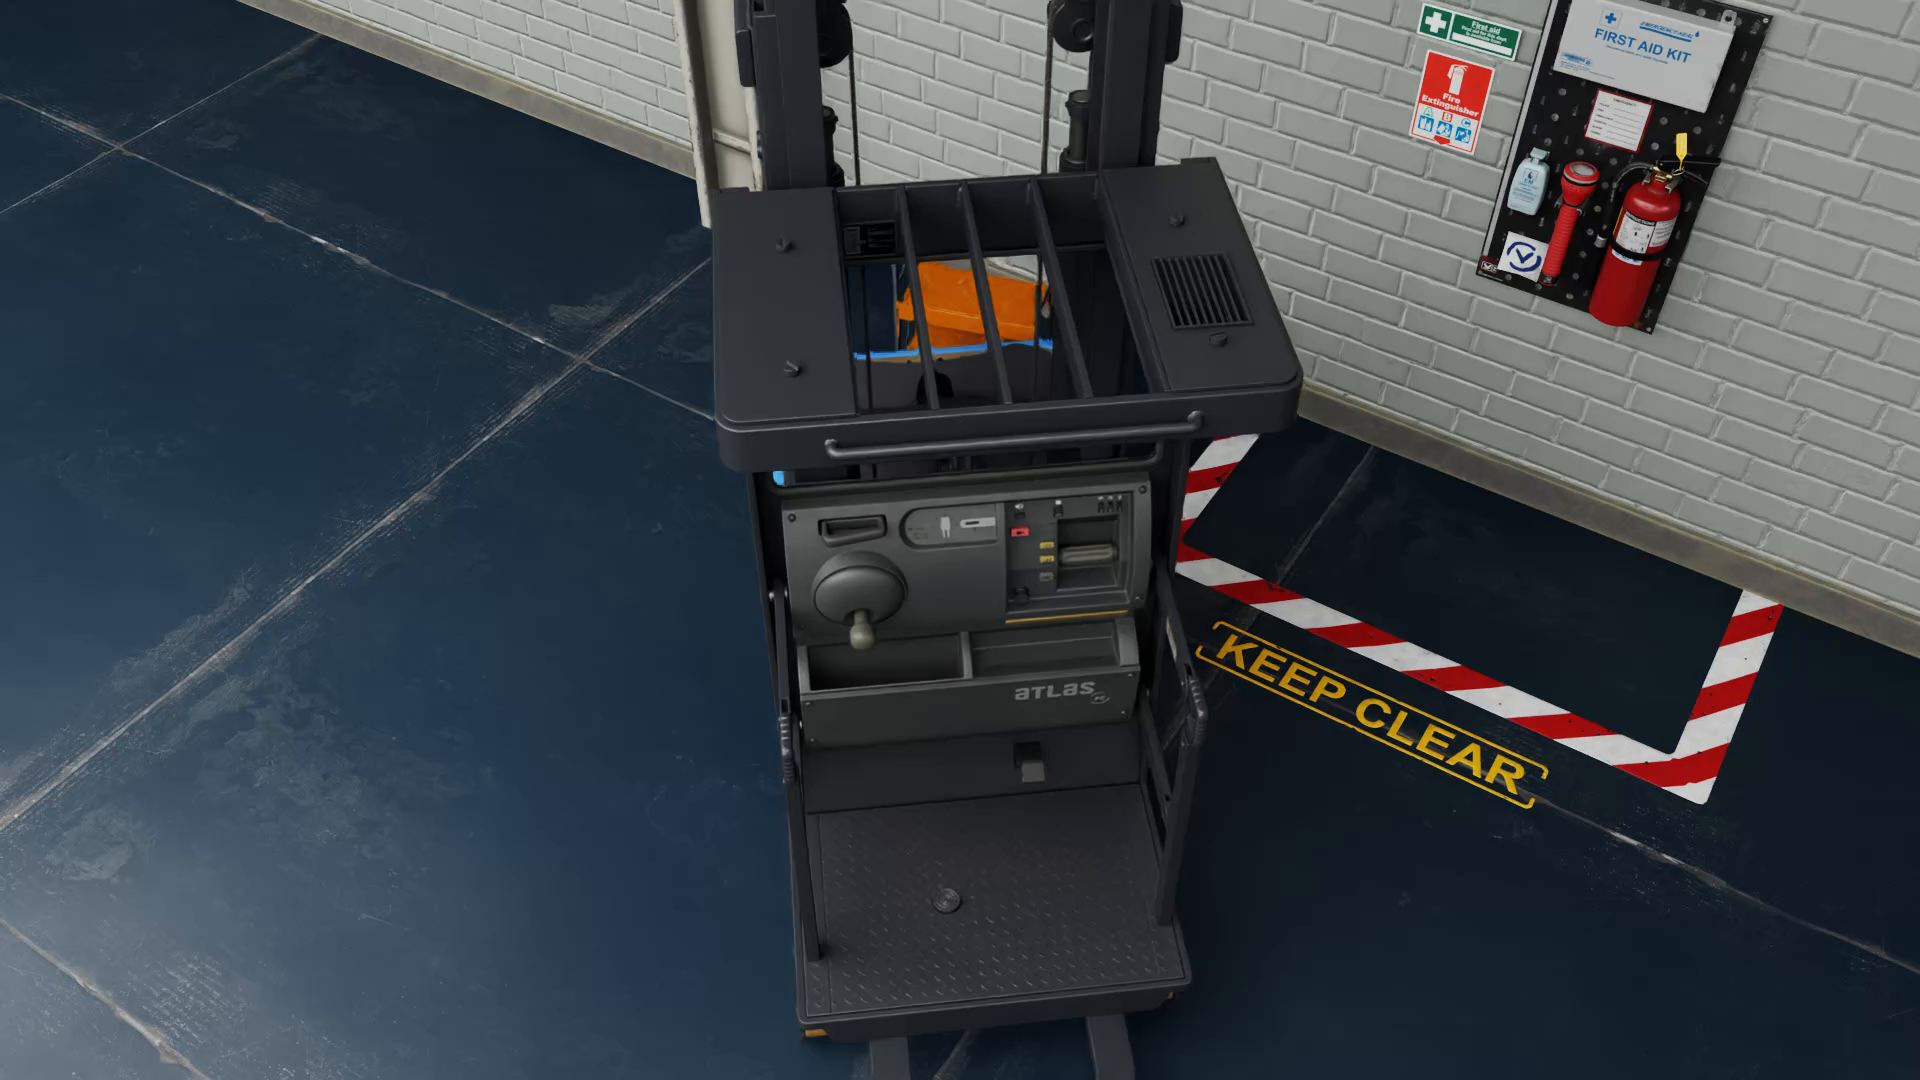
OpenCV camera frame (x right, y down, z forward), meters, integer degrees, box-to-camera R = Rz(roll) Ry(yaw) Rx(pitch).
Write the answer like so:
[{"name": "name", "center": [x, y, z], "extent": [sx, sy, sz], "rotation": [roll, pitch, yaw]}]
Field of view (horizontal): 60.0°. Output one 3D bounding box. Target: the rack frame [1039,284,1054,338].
[{"name": "rack frame", "center": [0.285, -0.461, 5.861], "extent": [0.015, 1.200, 0.240], "rotation": [12, 47, 11]}]

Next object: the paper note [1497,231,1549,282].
[{"name": "paper note", "center": [1.936, -0.974, 5.719], "extent": [0.142, 0.148, 0.016], "rotation": [25, 51, 22]}]

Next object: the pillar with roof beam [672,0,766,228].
[{"name": "pillar with roof beam", "center": [-3.267, -2.006, 1.924], "extent": [0.400, 9.000, 9.100], "rotation": [25, 51, 22]}]

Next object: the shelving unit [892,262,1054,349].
[{"name": "shelving unit", "center": [0.051, -0.509, 5.908], "extent": [0.503, 1.200, 0.258], "rotation": [12, 47, 11]}]

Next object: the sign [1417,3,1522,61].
[{"name": "sign", "center": [1.637, -1.637, 5.355], "extent": [0.331, 0.109, 0.001], "rotation": [25, 51, 22]}]

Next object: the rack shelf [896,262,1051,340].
[{"name": "rack shelf", "center": [0.051, -0.783, 5.627], "extent": [0.480, 0.148, 0.258], "rotation": [12, 47, 11]}]

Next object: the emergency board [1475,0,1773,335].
[{"name": "emergency board", "center": [2.048, -1.171, 5.296], "extent": [0.643, 1.169, 0.194], "rotation": [25, 51, 22]}]

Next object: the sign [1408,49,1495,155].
[{"name": "sign", "center": [1.638, -1.460, 5.552], "extent": [0.234, 0.329, 0.001], "rotation": [25, 51, 22]}]

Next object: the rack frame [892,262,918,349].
[{"name": "rack frame", "center": [-0.183, -0.558, 5.956], "extent": [0.015, 1.200, 0.240], "rotation": [12, 47, 11]}]

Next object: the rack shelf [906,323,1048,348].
[{"name": "rack shelf", "center": [0.051, -0.618, 5.796], "extent": [0.480, 0.148, 0.258], "rotation": [12, 47, 11]}]

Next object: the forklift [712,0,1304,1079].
[{"name": "forklift", "center": [0.050, 0.151, 4.060], "extent": [1.130, 2.935, 3.031], "rotation": [-5, 46, -5]}]
